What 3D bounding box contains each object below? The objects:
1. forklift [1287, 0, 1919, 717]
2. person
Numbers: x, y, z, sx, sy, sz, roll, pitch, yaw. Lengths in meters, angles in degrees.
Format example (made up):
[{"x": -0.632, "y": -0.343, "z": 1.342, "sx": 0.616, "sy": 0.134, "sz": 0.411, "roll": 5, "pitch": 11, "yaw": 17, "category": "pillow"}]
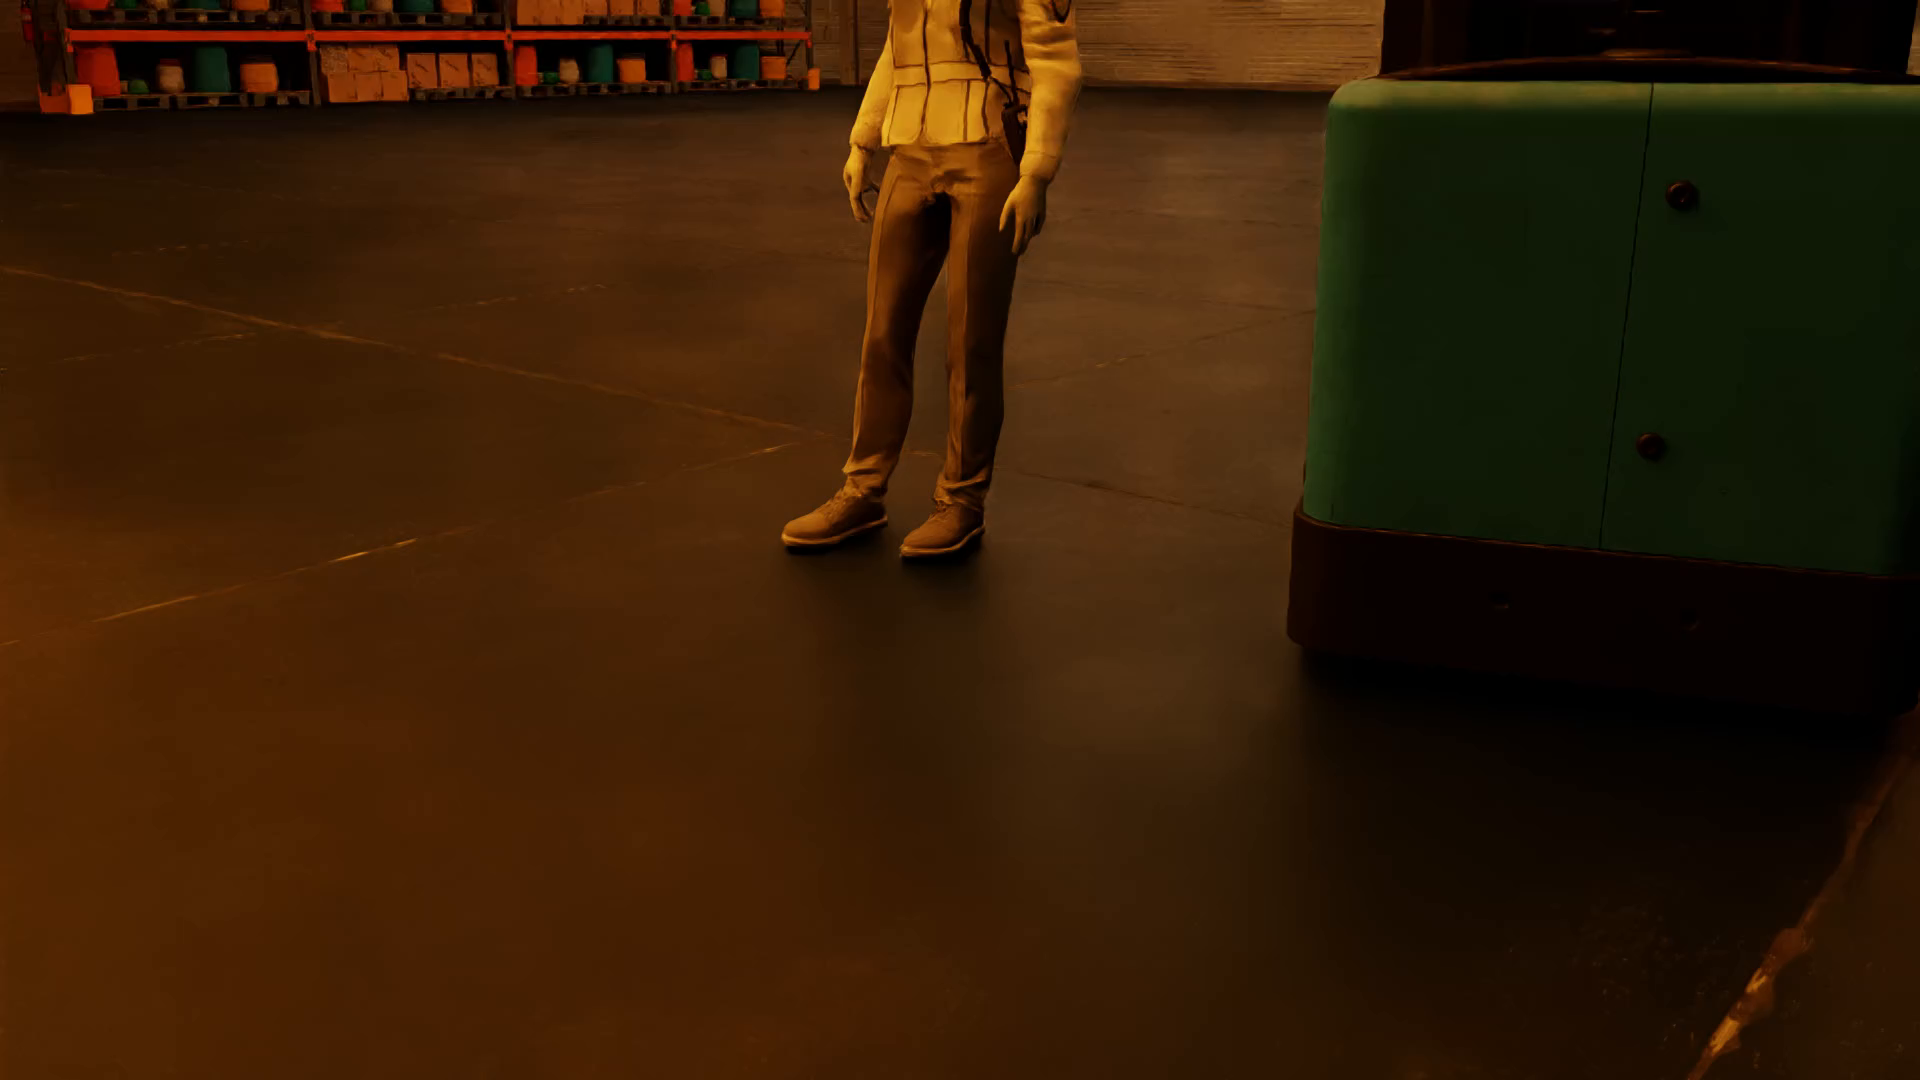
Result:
[{"x": 1.584, "y": -1.499, "z": 3.833, "sx": 1.130, "sy": 2.935, "sz": 3.031, "roll": 6, "pitch": 18, "yaw": 19, "category": "forklift"}, {"x": -0.049, "y": -0.804, "z": 3.648, "sx": 0.586, "sy": 1.695, "sz": 0.533, "roll": 13, "pitch": 21, "yaw": 37, "category": "person"}]
